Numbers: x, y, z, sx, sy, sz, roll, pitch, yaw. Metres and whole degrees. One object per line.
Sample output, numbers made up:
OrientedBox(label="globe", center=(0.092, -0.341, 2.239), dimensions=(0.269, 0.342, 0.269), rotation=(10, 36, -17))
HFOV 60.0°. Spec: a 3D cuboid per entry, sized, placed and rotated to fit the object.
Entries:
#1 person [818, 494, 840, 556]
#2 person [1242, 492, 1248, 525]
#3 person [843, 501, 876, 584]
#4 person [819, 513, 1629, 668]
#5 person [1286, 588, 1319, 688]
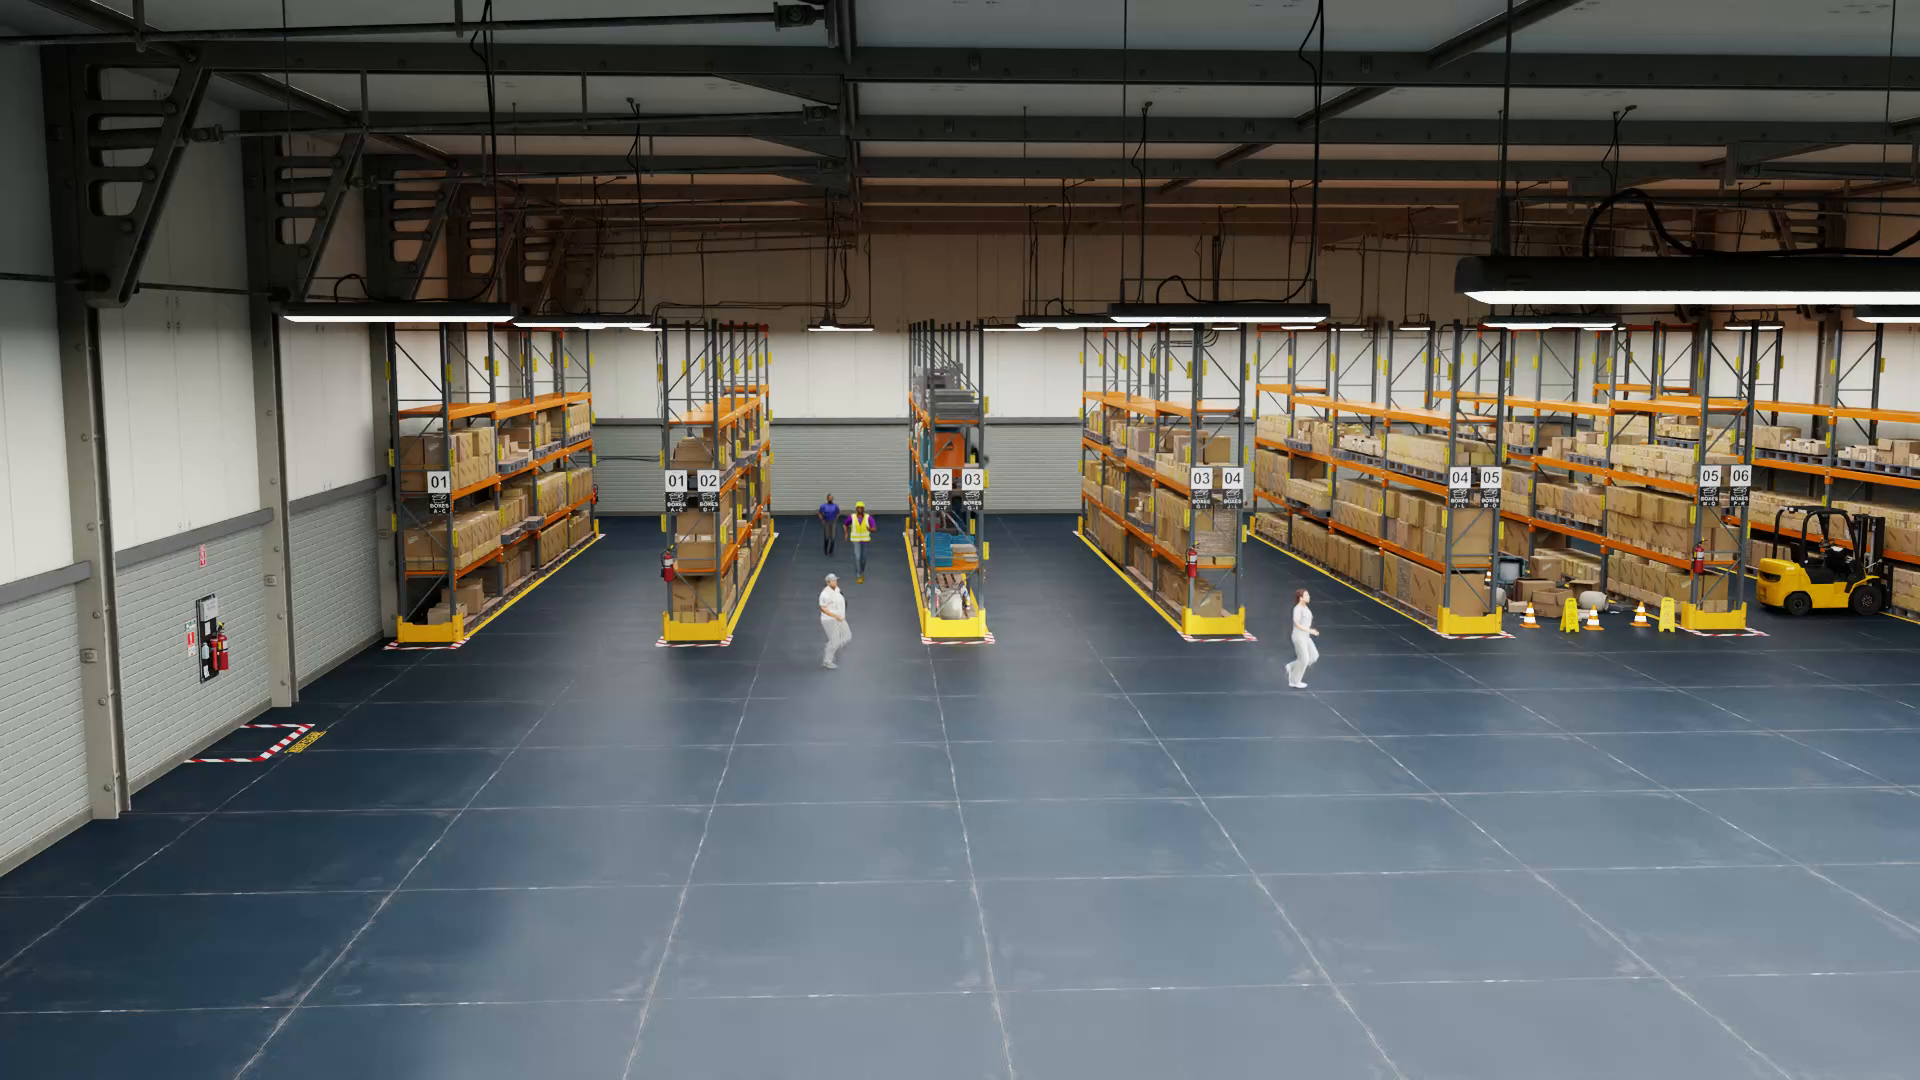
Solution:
OrientedBox(label="person", center=(-3.343, -0.370, 42.878), dimensions=(0.566, 1.598, 0.552), rotation=(-2, 7, -15))
OrientedBox(label="person", center=(7.407, -0.709, 44.704), dimensions=(0.686, 1.764, 1.003), rotation=(-1, 7, -5))
OrientedBox(label="person", center=(-2.170, 0.059, 36.335), dimensions=(0.700, 1.803, 0.920), rotation=(-2, 7, -12))
OrientedBox(label="person", center=(6.156, 0.811, 32.049), dimensions=(11.626, 1.950, 14.705), rotation=(4, 8, 29))
OrientedBox(label="person", center=(5.559, 1.586, 26.972), dimensions=(0.579, 1.624, 0.591), rotation=(4, 8, 27))
